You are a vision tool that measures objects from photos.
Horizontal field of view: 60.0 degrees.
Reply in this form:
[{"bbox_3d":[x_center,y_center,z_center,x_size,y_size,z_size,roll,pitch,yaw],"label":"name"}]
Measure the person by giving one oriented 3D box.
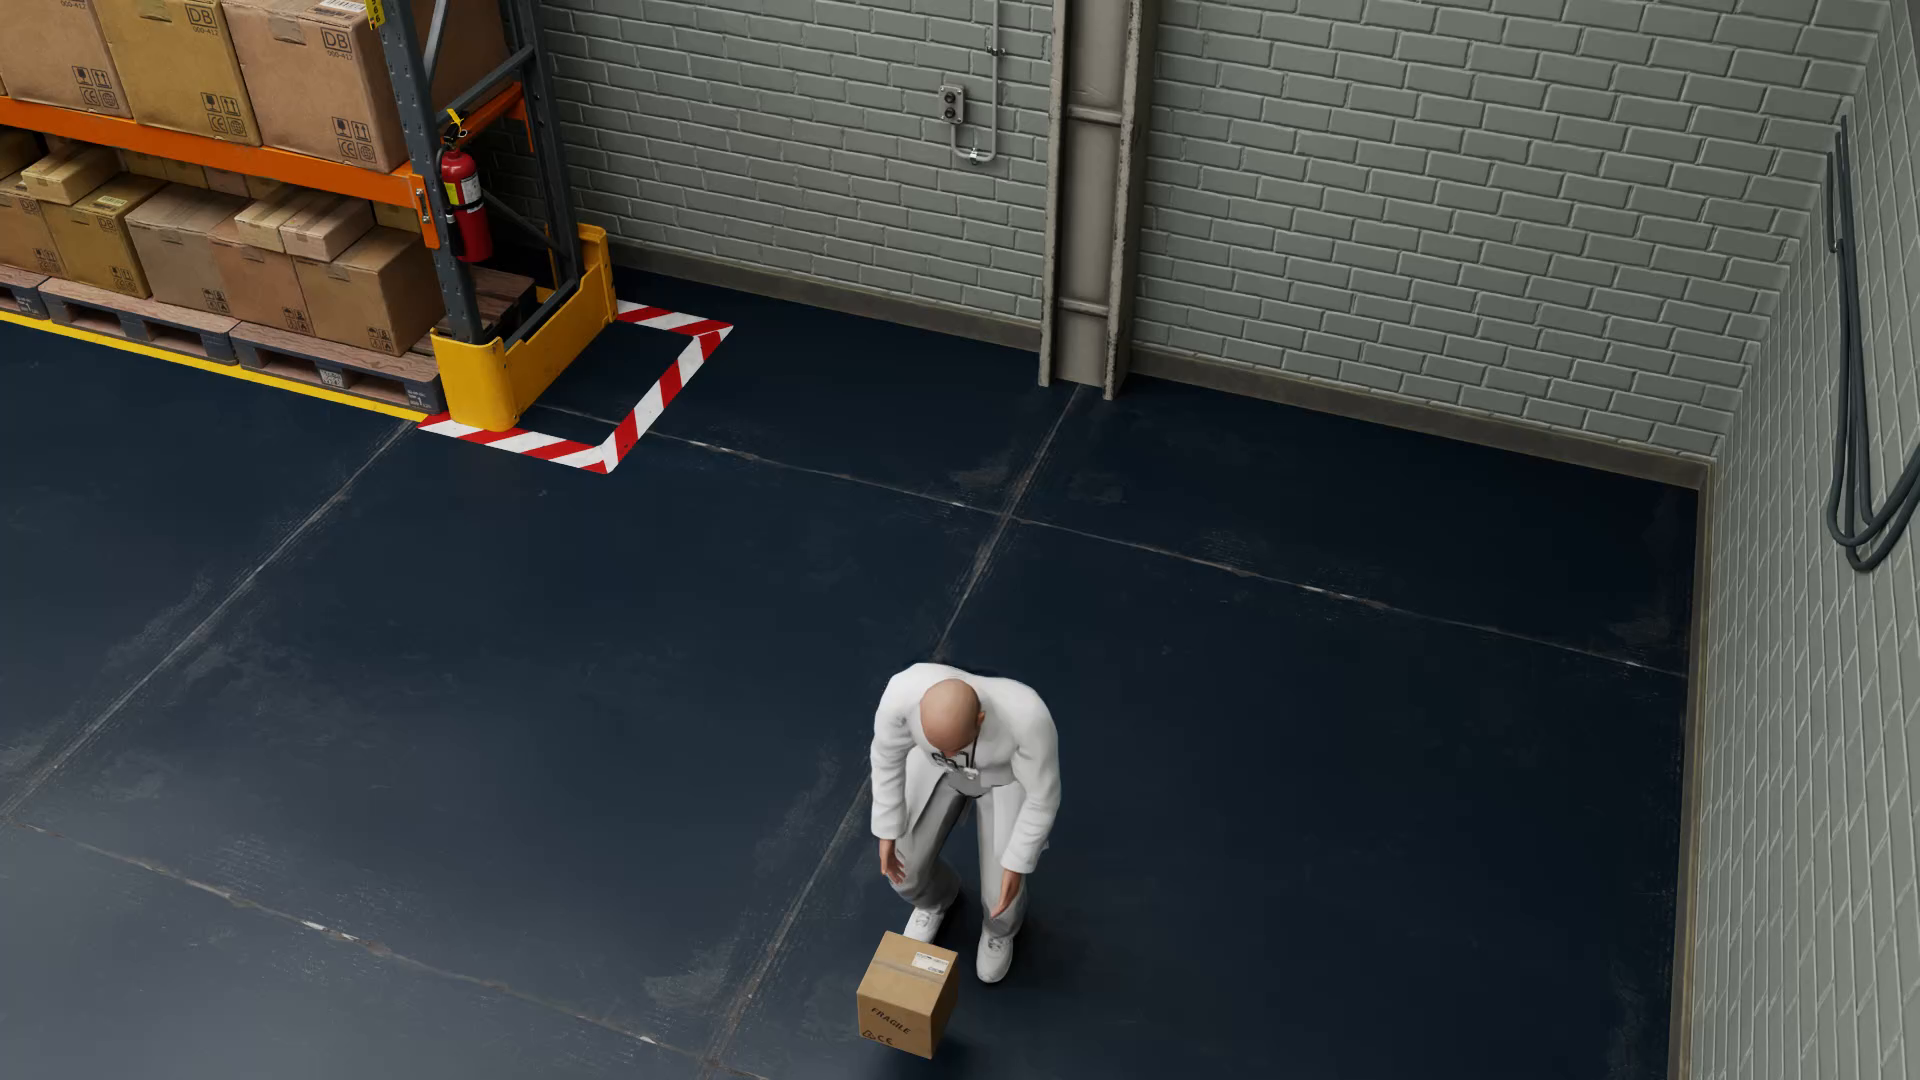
[{"bbox_3d":[0.040,0.852,5.396,0.628,1.511,0.658,14,43,15],"label":"person"}]
